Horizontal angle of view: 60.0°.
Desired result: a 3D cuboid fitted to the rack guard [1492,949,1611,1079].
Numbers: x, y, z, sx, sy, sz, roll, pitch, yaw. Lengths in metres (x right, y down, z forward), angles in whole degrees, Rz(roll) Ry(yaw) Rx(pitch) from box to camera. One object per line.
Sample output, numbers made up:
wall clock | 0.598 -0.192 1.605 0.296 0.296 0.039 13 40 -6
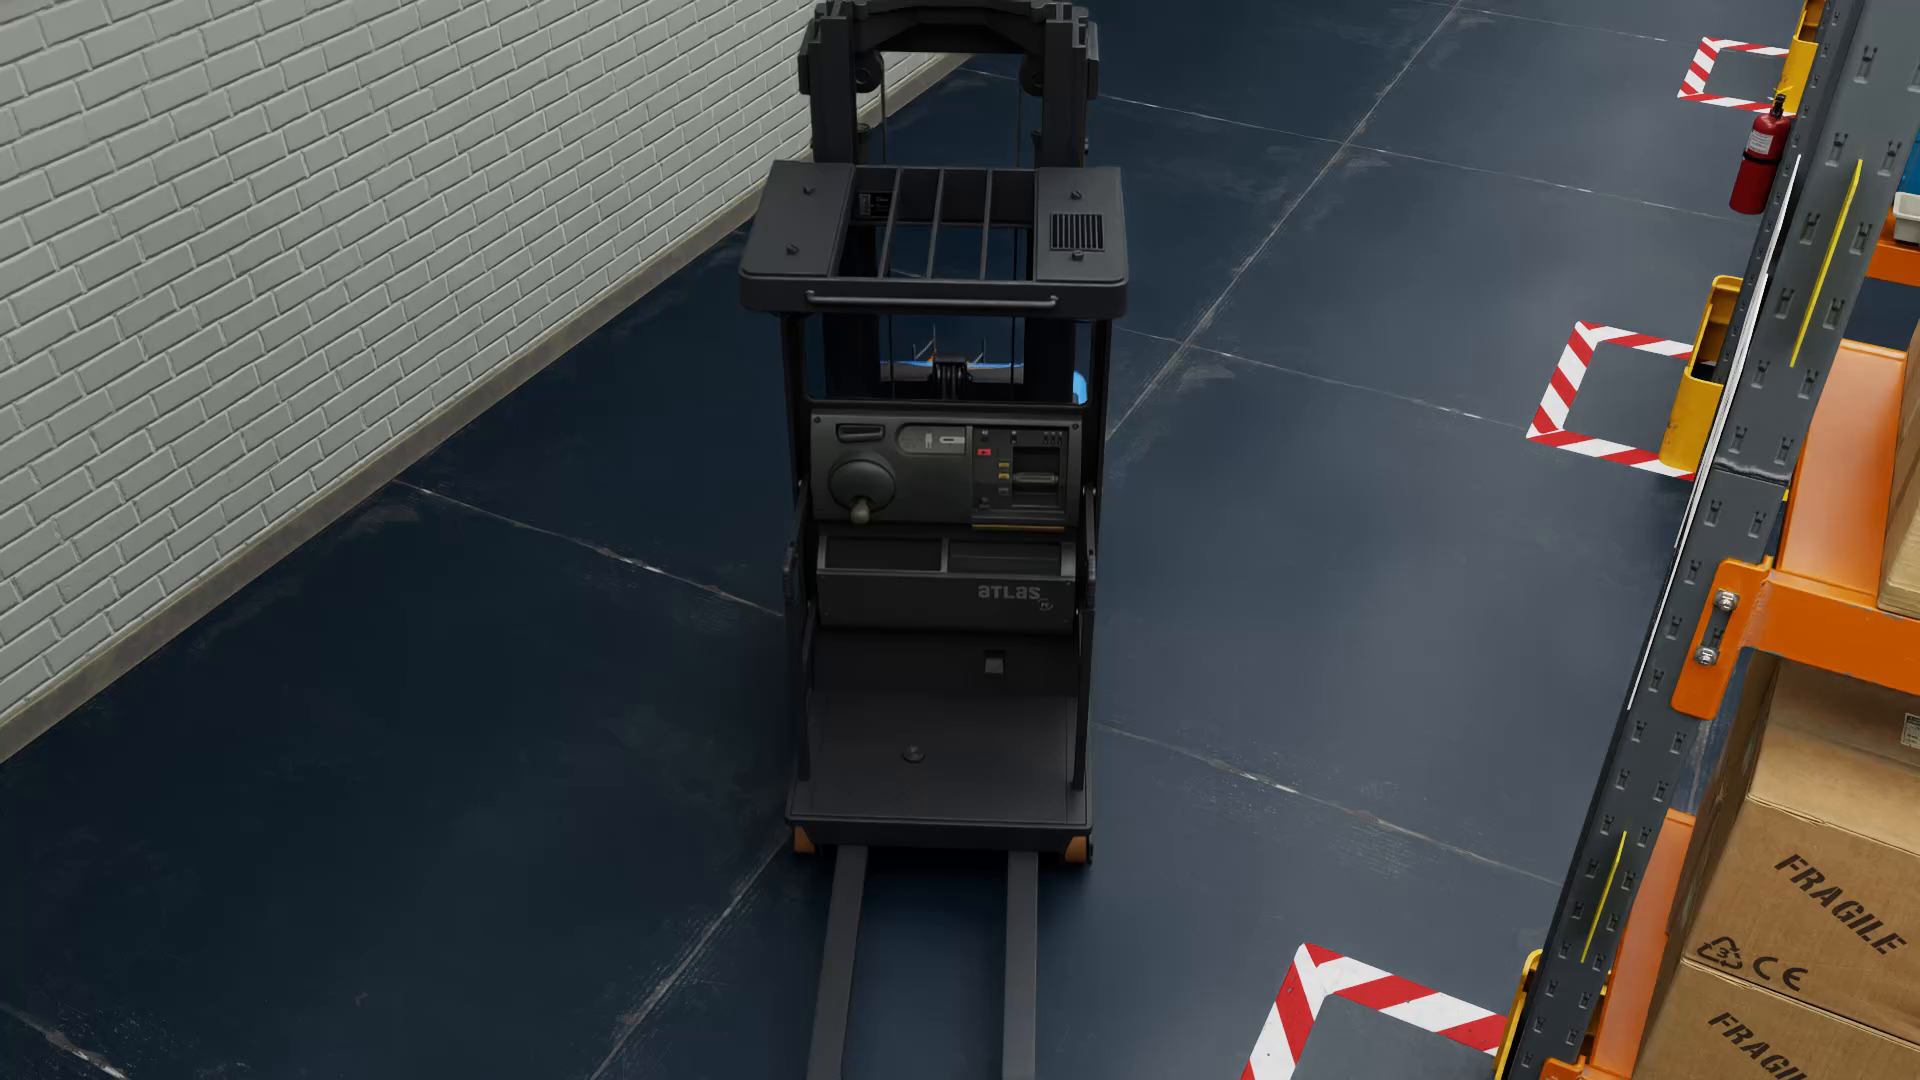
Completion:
rack guard | 1.690 1.833 4.922 0.348 0.500 1.175 17 41 21

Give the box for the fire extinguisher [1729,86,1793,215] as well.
fire extinguisher | 3.979 -1.949 8.209 0.183 0.674 0.296 17 41 21

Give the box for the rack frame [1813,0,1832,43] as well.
rack frame | 6.181 -4.501 11.199 0.127 3.000 1.000 17 41 21

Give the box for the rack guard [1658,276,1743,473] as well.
rack guard | 3.876 -0.846 8.451 0.348 0.500 1.175 17 41 21

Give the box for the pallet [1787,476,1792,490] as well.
pallet | 4.618 -0.481 8.209 1.213 0.211 1.003 17 41 21

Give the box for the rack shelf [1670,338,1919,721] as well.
rack shelf | 3.398 0.464 2.772 4.000 0.370 1.077 17 41 21

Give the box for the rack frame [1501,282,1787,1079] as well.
rack frame | 1.622 0.816 4.194 0.127 3.000 1.000 17 41 21

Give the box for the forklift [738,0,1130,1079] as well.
forklift | -0.056 -0.172 5.553 1.130 2.935 3.031 2 37 2

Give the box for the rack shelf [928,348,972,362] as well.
rack shelf | -0.048 -0.655 7.292 0.240 0.259 0.215 17 40 21

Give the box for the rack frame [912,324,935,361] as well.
rack frame | -0.158 -0.471 7.501 0.008 1.050 0.200 17 40 21

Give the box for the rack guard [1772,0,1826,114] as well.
rack guard | 6.160 -3.512 11.964 0.348 0.500 1.175 17 41 21

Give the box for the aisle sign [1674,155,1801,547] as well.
aisle sign | 1.703 -0.403 3.649 0.004 0.787 0.394 17 41 21

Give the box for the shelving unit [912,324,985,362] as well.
shelving unit | -0.049 -0.438 7.458 0.252 1.050 0.215 17 40 21

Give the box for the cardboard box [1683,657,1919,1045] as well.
cardboard box | 1.895 0.643 3.512 0.500 0.500 0.500 19 41 23

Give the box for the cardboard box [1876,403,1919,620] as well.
cardboard box | 1.962 -0.039 2.964 0.500 0.250 0.500 17 41 21

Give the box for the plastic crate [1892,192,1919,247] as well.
plastic crate | 4.218 -1.382 7.258 0.298 0.136 0.250 17 41 21

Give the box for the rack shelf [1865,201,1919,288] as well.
rack shelf | 5.680 -0.999 7.181 4.000 0.370 1.077 17 41 21

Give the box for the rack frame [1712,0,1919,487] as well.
rack frame | 1.622 -1.573 2.380 0.127 3.000 1.000 17 41 21

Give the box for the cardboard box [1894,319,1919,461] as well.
cardboard box | 2.200 -0.317 3.330 0.500 0.250 0.500 17 41 21

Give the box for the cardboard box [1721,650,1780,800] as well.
cardboard box | 2.144 0.354 3.893 0.500 0.500 0.500 17 40 21

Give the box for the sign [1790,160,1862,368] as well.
sign | 1.373 -0.435 2.639 0.005 0.325 0.100 17 41 21

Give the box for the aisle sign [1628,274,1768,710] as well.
aisle sign | 1.427 -0.081 3.225 0.004 0.787 0.394 17 41 21

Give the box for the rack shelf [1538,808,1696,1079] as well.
rack shelf | 3.398 1.659 3.679 4.000 0.370 1.077 17 41 21

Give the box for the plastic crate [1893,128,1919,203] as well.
plastic crate | 4.287 -1.887 7.676 0.499 0.435 0.616 17 41 21

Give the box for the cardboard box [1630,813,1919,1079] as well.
cardboard box | 1.895 1.041 3.814 0.500 0.500 0.500 18 41 22

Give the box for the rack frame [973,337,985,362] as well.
rack frame | 0.060 -0.405 7.414 0.008 1.050 0.200 17 40 21

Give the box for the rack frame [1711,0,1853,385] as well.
rack frame | 3.904 -1.842 7.696 0.127 3.000 1.000 17 41 21

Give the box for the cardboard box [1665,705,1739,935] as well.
cardboard box | 2.145 0.755 4.192 0.500 0.500 0.500 19 41 23

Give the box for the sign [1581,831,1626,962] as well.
sign | 1.373 0.763 3.548 0.005 0.325 0.100 17 41 21
